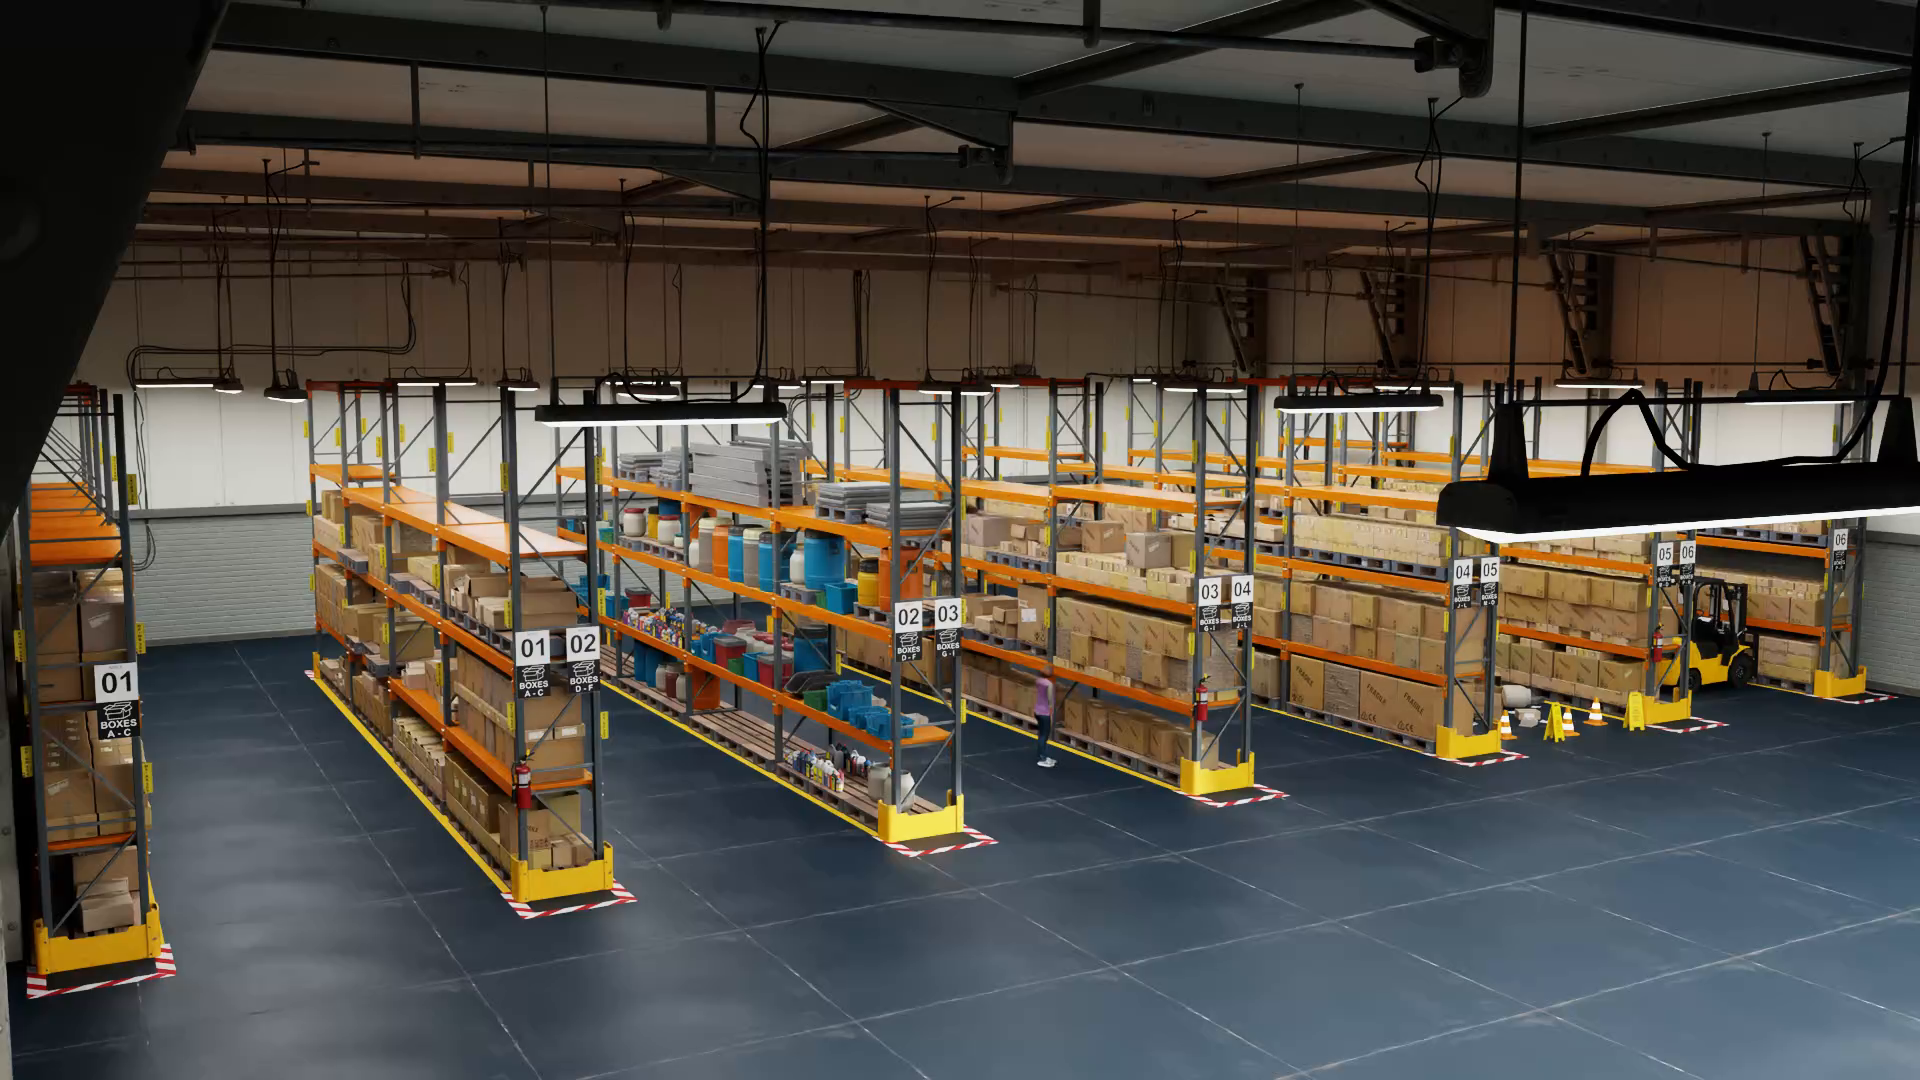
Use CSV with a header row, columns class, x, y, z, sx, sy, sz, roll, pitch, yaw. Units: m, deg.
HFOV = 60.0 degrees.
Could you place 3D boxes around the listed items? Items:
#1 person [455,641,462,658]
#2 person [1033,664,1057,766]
class,x,y,z,sx,sy,sz,roll,pitch,yaw
person,-10.339,1.789,34.377,0.453,1.782,0.575,-1,6,-13
person,1.348,2.752,26.151,0.352,1.610,0.428,-3,7,-26
